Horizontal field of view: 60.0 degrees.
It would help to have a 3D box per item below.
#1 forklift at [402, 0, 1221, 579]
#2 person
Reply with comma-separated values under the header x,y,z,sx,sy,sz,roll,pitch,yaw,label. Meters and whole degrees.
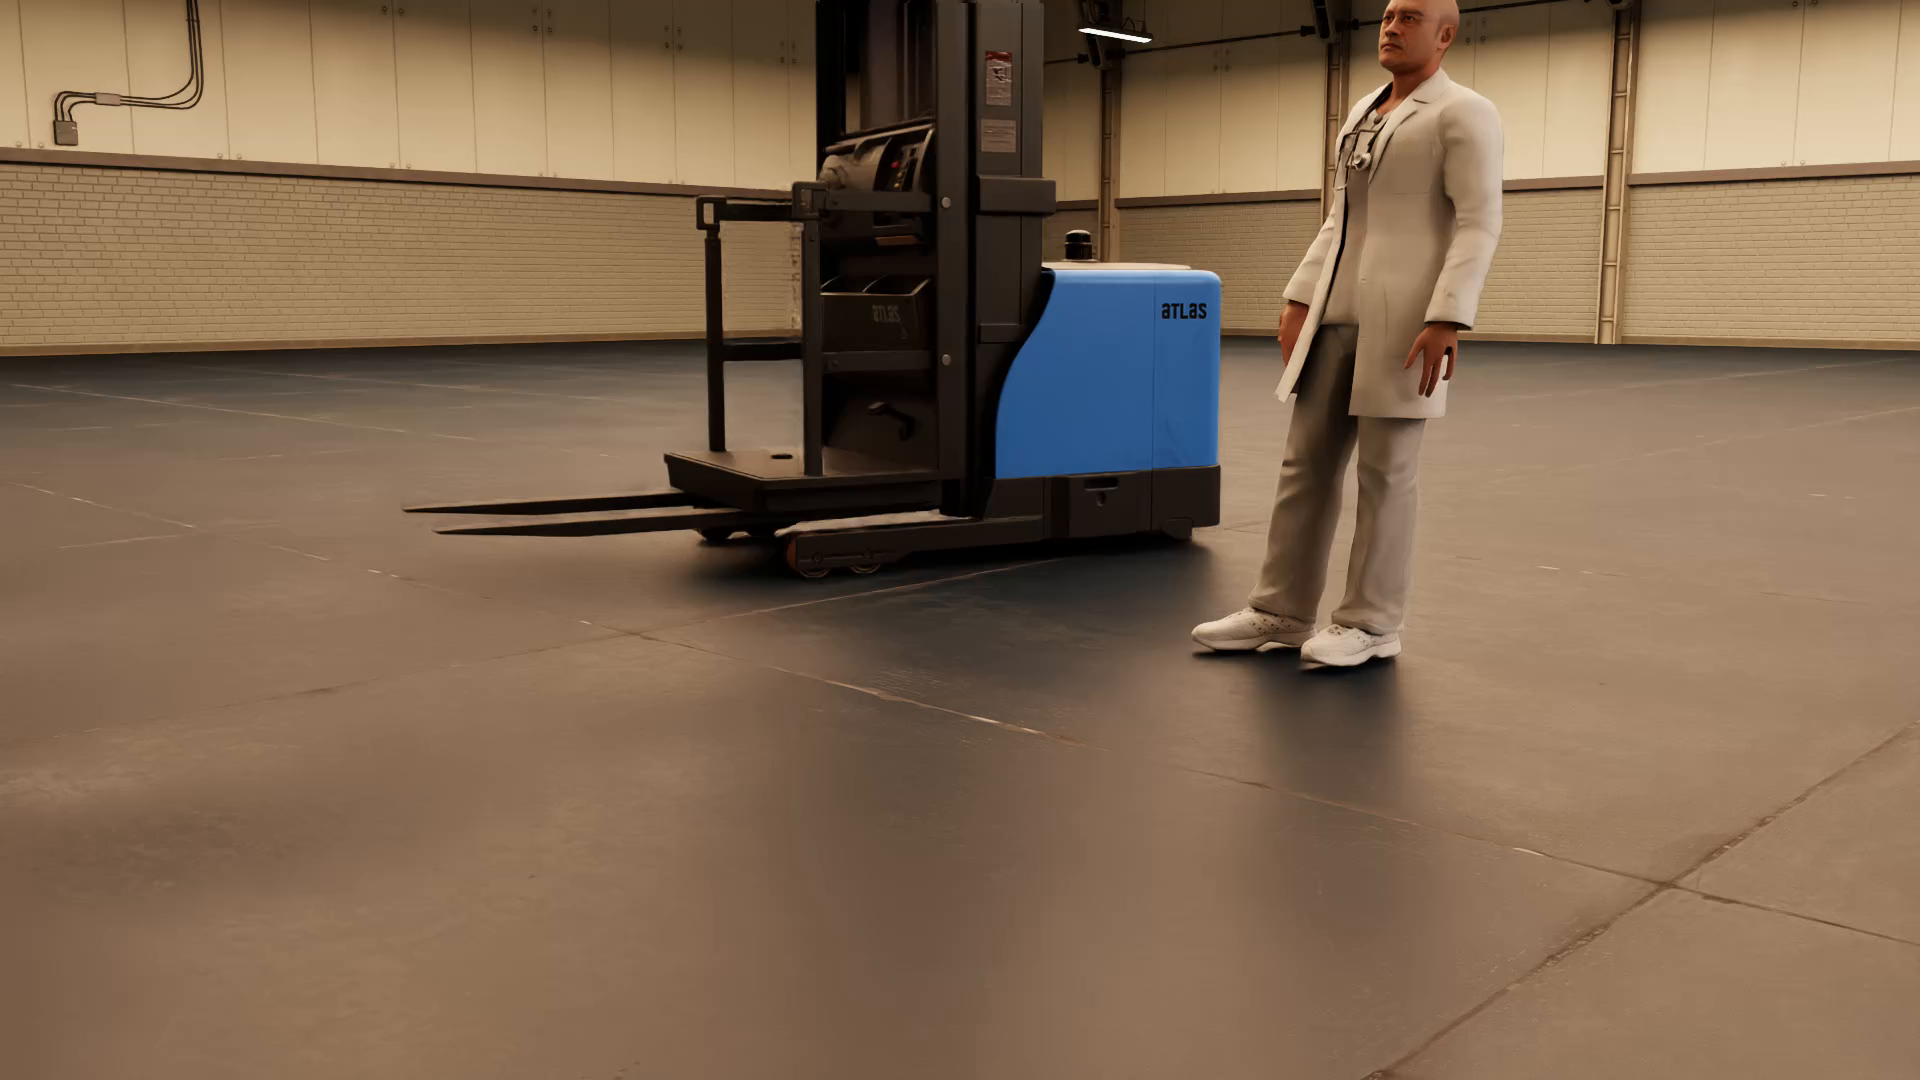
x,y,z,sx,sy,sz,roll,pitch,yaw,label
-0.508,-1.403,6.188,3.031,2.935,1.130,-4,10,-28,forklift
1.032,-0.555,4.381,0.582,1.775,0.697,-4,10,-27,person
